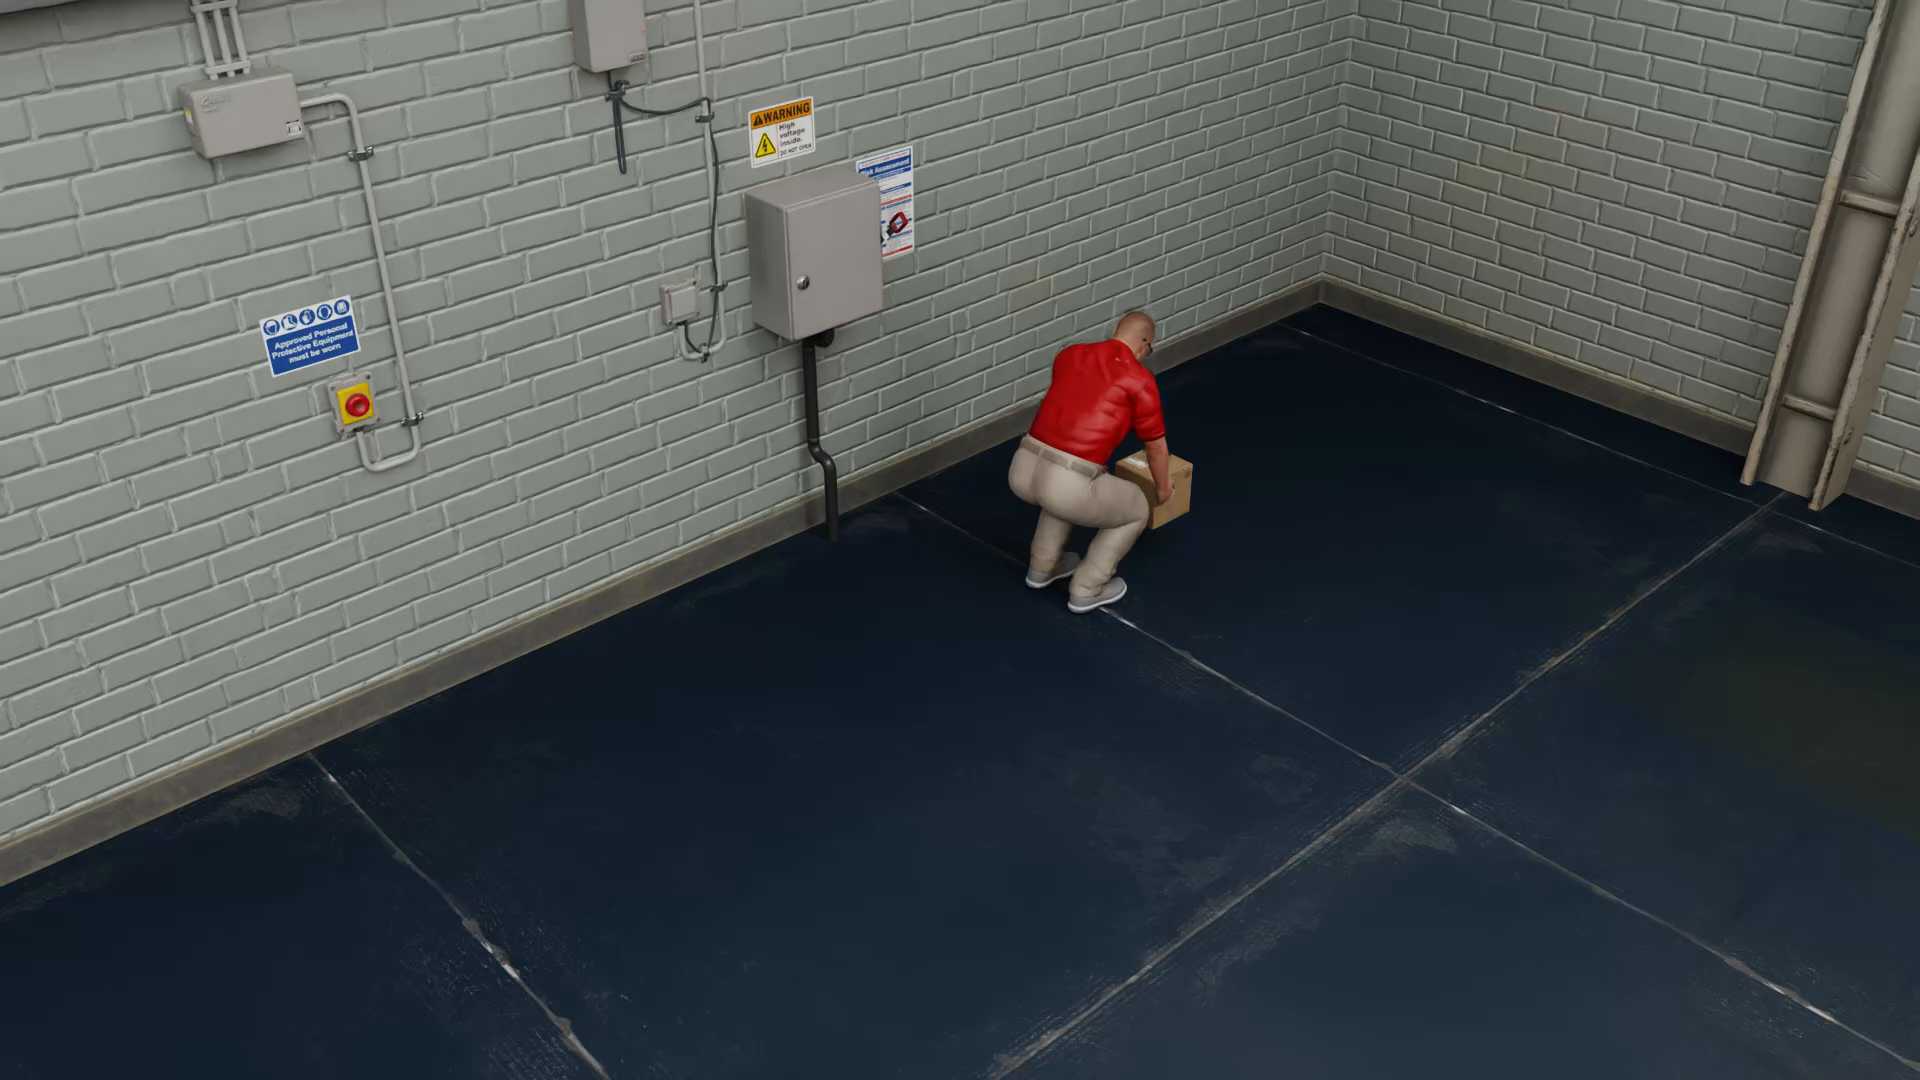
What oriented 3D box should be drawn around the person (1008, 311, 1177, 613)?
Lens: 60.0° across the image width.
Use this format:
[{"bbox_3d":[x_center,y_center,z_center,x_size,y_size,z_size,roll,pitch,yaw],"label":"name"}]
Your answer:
[{"bbox_3d":[0.544,-0.341,7.208,0.798,1.208,0.581,-26,40,-35],"label":"person"}]
